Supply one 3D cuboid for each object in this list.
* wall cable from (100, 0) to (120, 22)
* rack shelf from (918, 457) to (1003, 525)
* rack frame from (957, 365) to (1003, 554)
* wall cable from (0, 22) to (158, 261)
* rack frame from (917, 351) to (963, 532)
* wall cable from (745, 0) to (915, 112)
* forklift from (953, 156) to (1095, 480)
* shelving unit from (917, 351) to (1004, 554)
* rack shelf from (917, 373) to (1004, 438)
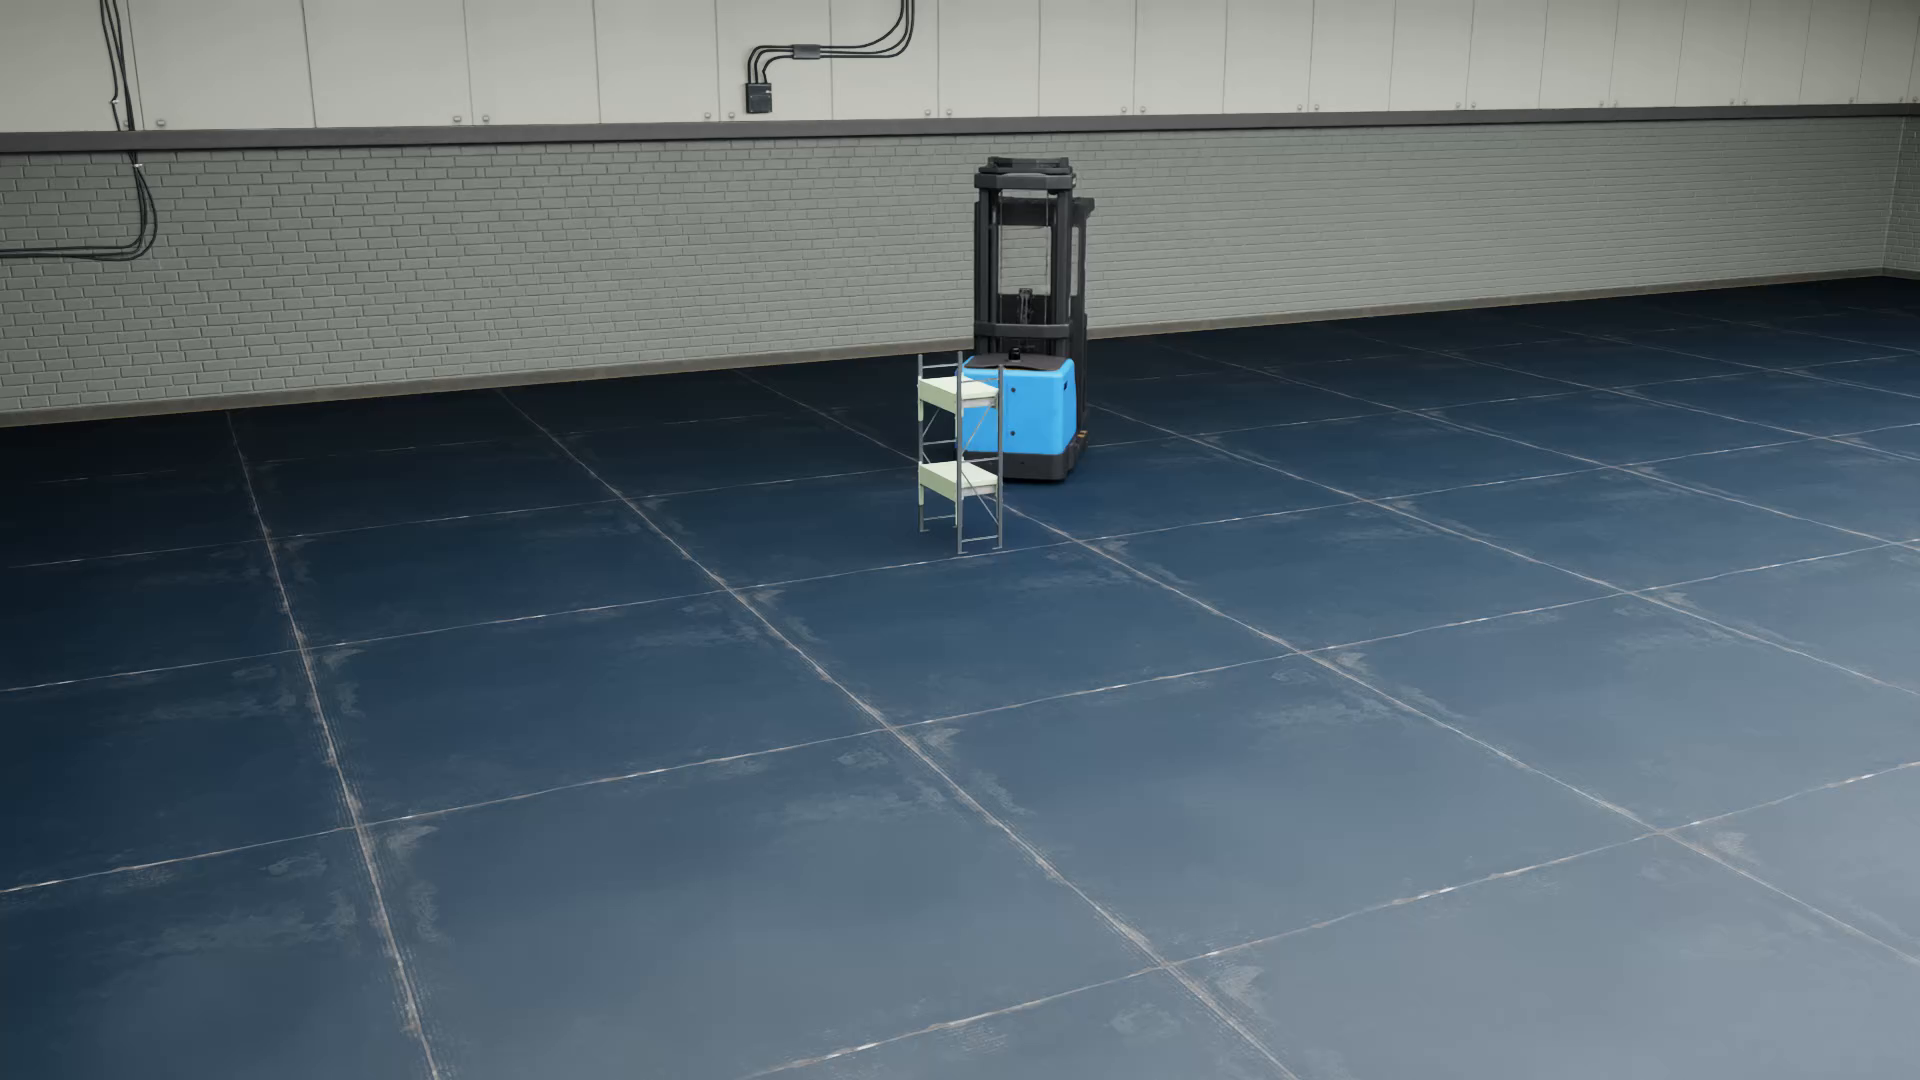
[{"bbox_3d":[-7.708,-6.828,17.704,3.097,2.526,0.112,-8,18,-25],"label":"wall cable"},{"bbox_3d":[-0.003,-0.409,13.639,0.431,0.370,0.720,-8,18,-25],"label":"rack shelf"},{"bbox_3d":[0.157,-0.632,13.233,0.400,1.500,0.023,-8,18,-25],"label":"rack frame"},{"bbox_3d":[-10.140,-4.074,17.261,3.097,2.526,0.112,-8,18,-25],"label":"wall cable"},{"bbox_3d":[-0.163,-0.813,13.866,0.400,1.500,0.023,-8,18,-25],"label":"rack frame"},{"bbox_3d":[-1.599,-8.344,20.348,2.305,6.003,0.169,-8,18,-25],"label":"wall cable"},{"bbox_3d":[0.727,-2.329,16.552,1.130,2.935,3.031,3,16,11],"label":"forklift"},{"bbox_3d":[-0.003,-0.723,13.550,0.431,1.500,0.755,-8,18,-25],"label":"shelving unit"},{"bbox_3d":[-0.003,-1.098,13.442,0.431,0.370,0.720,-8,18,-25],"label":"rack shelf"}]
